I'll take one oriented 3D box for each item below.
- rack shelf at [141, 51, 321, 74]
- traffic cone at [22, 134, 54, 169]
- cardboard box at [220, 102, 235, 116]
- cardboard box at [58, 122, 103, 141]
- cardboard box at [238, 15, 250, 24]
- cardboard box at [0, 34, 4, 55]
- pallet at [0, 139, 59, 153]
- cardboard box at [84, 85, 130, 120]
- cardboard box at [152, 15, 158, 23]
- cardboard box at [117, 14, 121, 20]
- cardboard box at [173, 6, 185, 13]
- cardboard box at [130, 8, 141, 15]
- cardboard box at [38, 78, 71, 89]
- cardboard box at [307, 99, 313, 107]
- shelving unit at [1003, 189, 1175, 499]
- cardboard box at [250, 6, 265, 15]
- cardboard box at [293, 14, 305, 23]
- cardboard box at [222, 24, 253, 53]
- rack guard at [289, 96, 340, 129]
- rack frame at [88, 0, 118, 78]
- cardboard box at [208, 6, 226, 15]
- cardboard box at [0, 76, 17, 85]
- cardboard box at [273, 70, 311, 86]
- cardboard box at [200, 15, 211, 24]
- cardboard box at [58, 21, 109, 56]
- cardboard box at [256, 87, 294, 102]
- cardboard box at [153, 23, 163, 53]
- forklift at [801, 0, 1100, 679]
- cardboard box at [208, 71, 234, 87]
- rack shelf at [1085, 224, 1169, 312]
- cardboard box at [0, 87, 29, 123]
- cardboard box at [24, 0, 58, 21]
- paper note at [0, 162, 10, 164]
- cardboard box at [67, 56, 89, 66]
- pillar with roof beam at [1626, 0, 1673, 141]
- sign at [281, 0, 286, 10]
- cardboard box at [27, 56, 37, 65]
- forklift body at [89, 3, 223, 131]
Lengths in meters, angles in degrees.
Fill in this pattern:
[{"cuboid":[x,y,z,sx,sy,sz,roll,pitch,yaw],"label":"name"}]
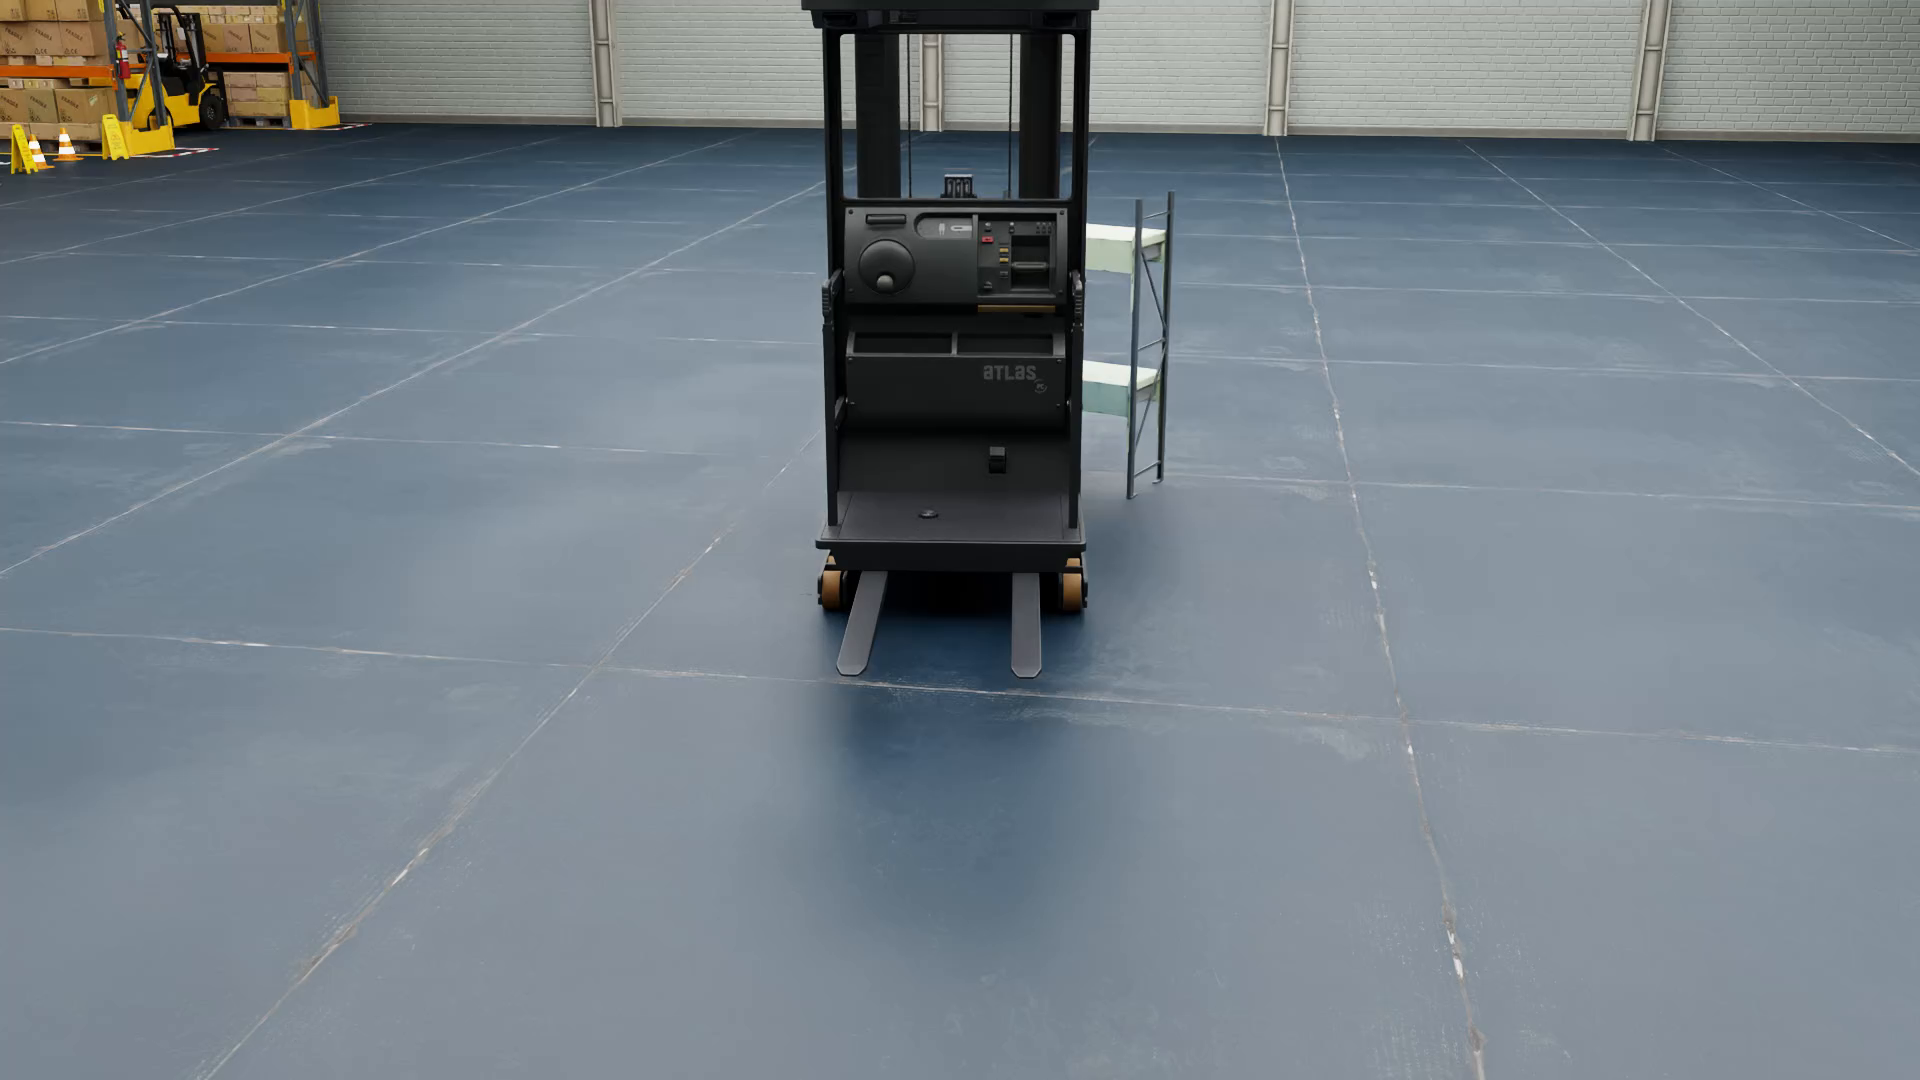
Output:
[{"cuboid":[-13.772,-8.752,30.365,4.000,0.370,1.077,3,19,9],"label":"rack shelf"},{"cuboid":[-13.050,-5.486,23.471,0.334,0.463,0.336,3,19,9],"label":"traffic cone"},{"cuboid":[-13.293,-7.868,30.262,0.500,0.250,0.500,3,19,9],"label":"cardboard box"},{"cuboid":[-13.445,-6.290,25.545,0.500,0.250,0.500,3,19,8],"label":"cardboard box"},{"cuboid":[-12.687,-9.313,29.728,0.250,0.149,0.380,3,19,10],"label":"cardboard box"},{"cuboid":[-14.645,-7.651,25.315,0.500,0.500,0.500,3,19,9],"label":"cardboard box"},{"cuboid":[-14.653,-6.232,26.097,1.213,0.211,1.003,3,19,9],"label":"pallet"},{"cuboid":[-13.357,-6.816,25.936,0.500,0.500,0.500,2,19,7],"label":"cardboard box"},{"cuboid":[-14.465,-9.384,29.941,0.250,0.149,0.380,3,19,8],"label":"cardboard box"},{"cuboid":[-15.217,-9.437,30.102,0.250,0.149,0.380,3,19,10],"label":"cardboard box"},{"cuboid":[-13.945,-9.534,29.920,0.250,0.149,0.380,3,19,9],"label":"cardboard box"},{"cuboid":[-14.715,-9.541,29.941,0.250,0.149,0.380,3,19,10],"label":"cardboard box"},{"cuboid":[-13.786,-6.951,25.319,0.250,0.149,0.380,3,19,10],"label":"cardboard box"},{"cuboid":[-12.251,-7.973,30.577,0.500,0.250,0.500,3,19,9],"label":"cardboard box"},{"cuboid":[0.643,-1.034,8.526,0.755,1.500,0.431,11,22,30],"label":"shelving unit"},{"cuboid":[-12.433,-9.443,29.649,0.250,0.149,0.380,3,19,9],"label":"cardboard box"},{"cuboid":[-12.091,-9.445,30.126,0.250,0.149,0.380,2,19,7],"label":"cardboard box"},{"cuboid":[-12.835,-9.011,29.849,0.500,0.500,0.500,4,19,10],"label":"cardboard box"},{"cuboid":[-11.773,-7.806,30.343,0.348,0.500,1.175,3,19,9],"label":"rack guard"},{"cuboid":[-15.746,-9.193,30.552,0.127,3.000,1.000,3,19,9],"label":"rack frame"},{"cuboid":[-13.204,-9.462,29.705,0.250,0.149,0.380,3,19,10],"label":"cardboard box"},{"cuboid":[-17.771,-8.368,31.165,0.625,0.625,0.875,2,19,6],"label":"cardboard box"},{"cuboid":[-12.242,-8.445,30.411,0.500,0.250,0.500,3,19,8],"label":"cardboard box"},{"cuboid":[-13.454,-9.334,29.792,0.250,0.149,0.380,3,19,9],"label":"cardboard box"},{"cuboid":[-13.160,-7.566,25.063,0.500,0.500,0.500,3,19,8],"label":"cardboard box"},{"cuboid":[-12.327,-8.051,30.021,0.500,0.250,0.500,3,19,8],"label":"cardboard box"},{"cuboid":[-14.333,-9.091,30.087,0.500,0.500,0.500,3,19,8],"label":"cardboard box"},{"cuboid":[-0.022,-1.192,6.747,1.130,2.935,3.031,1,19,2],"label":"forklift"},{"cuboid":[-13.306,-8.333,30.077,0.500,0.250,0.500,3,19,9],"label":"cardboard box"},{"cuboid":[0.642,-1.404,8.401,0.720,0.370,0.431,11,22,30],"label":"rack shelf"},{"cuboid":[-14.426,-6.699,25.587,0.500,0.500,0.500,2,19,7],"label":"cardboard box"},{"cuboid":[-13.618,-8.085,25.036,0.500,0.500,0.700,3,19,9],"label":"cardboard box"},{"cuboid":[-13.830,-5.453,24.052,0.142,0.019,0.148,-3,19,-10],"label":"paper note"},{"cuboid":[-13.252,-7.248,25.132,0.250,0.149,0.380,3,19,8],"label":"cardboard box"},{"cuboid":[10.672,-9.598,22.306,0.400,9.000,9.100,3,19,9],"label":"pillar with roof beam"},{"cuboid":[-11.897,-9.484,29.223,0.005,0.325,0.100,3,19,9],"label":"sign"},{"cuboid":[-13.991,-7.328,25.372,0.250,0.149,0.380,3,19,9],"label":"cardboard box"},{"cuboid":[-13.959,-8.114,28.662,1.214,2.155,2.313,3,19,9],"label":"forklift body"}]
